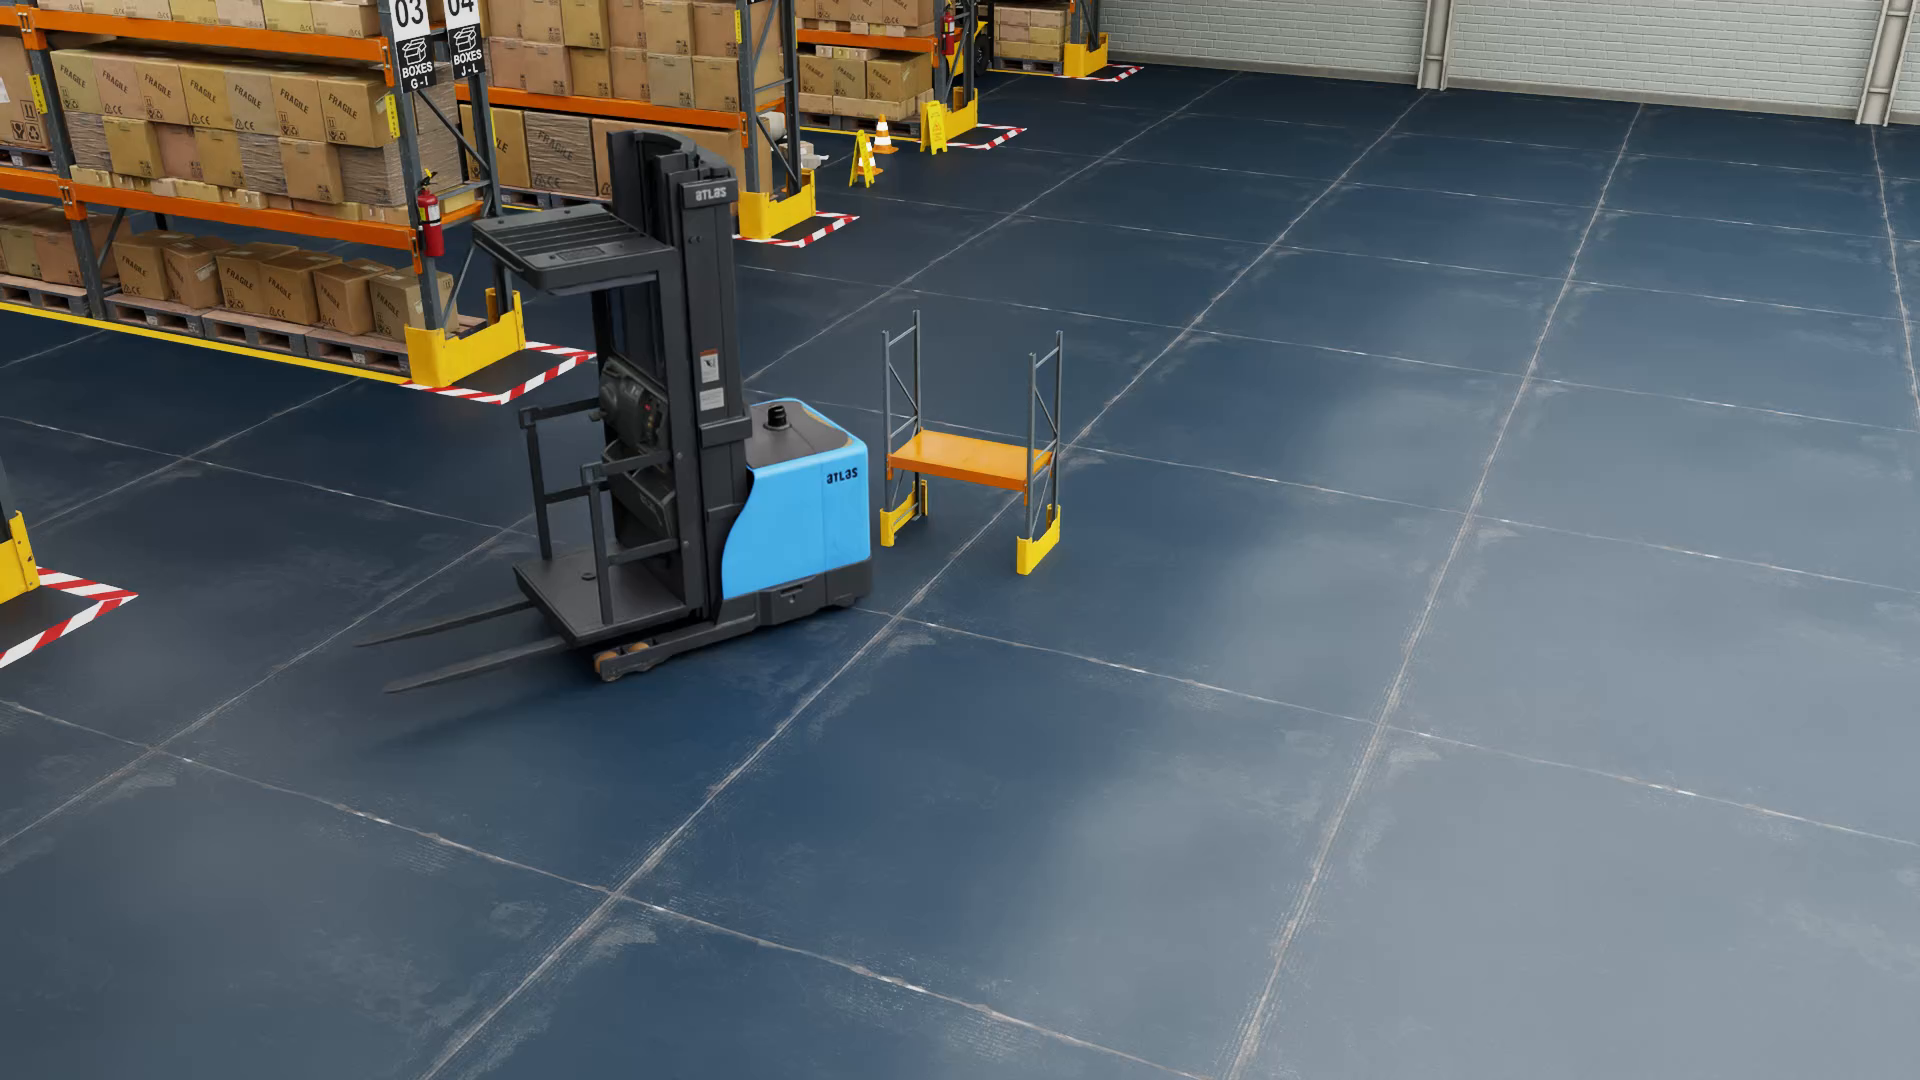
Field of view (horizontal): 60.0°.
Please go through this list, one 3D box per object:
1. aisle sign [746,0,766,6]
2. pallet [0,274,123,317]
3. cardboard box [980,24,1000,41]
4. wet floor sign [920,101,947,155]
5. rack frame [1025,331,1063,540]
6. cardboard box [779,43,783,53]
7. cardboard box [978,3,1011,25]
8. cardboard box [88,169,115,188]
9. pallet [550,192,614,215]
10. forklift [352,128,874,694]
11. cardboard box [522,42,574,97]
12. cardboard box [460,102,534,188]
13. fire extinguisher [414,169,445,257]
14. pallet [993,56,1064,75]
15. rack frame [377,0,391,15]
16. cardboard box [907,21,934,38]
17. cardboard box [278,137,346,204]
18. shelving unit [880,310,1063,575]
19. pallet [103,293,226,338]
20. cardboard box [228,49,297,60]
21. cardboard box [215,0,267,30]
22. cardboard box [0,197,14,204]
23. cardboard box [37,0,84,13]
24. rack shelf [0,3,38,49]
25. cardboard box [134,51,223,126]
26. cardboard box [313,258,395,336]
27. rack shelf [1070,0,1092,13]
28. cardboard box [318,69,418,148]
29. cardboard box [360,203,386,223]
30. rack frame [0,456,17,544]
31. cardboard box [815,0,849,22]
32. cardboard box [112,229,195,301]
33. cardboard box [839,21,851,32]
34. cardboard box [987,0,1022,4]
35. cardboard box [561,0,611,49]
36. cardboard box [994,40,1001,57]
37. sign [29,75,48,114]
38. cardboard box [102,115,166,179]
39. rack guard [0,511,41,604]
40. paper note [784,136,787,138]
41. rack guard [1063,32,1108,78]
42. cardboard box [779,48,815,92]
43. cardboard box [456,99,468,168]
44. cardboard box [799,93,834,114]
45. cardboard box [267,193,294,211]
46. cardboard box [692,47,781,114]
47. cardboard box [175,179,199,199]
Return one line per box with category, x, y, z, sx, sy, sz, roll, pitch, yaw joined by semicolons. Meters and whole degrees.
aisle sign;-2.088;-5.868;16.899;0.004;0.787;0.394;11;28;22
pallet;-8.524;-2.481;16.120;1.213;0.211;1.003;11;28;22
cardboard box;0.476;-8.165;26.579;0.500;0.250;0.500;11;28;21
wet floor sign;-0.342;-5.323;21.400;0.232;0.644;0.267;23;35;39
rack frame;0.540;-0.564;10.768;0.032;1.500;0.500;11;28;22
cardboard box;-2.484;-6.753;22.694;0.250;0.149;0.380;13;29;25
cardboard box;0.501;-8.382;26.454;0.500;0.250;0.500;12;29;22
cardboard box;-7.522;-3.267;14.843;0.250;0.149;0.380;11;28;22
pallet;-3.896;-3.922;19.048;1.213;0.211;1.003;11;28;22
forklift;-2.064;-0.762;9.550;3.031;2.935;1.130;-16;30;-29
cardboard box;-4.376;-5.334;18.587;0.550;0.550;0.875;11;28;22
cardboard box;-5.126;-4.658;19.316;0.875;0.875;0.875;12;29;23
fire extinguisher;-4.260;-2.618;13.329;0.183;0.674;0.296;11;28;22
pallet;1.266;-7.712;26.745;1.213;0.211;1.003;11;28;22
rack frame;-4.174;-5.551;12.406;0.127;3.000;1.000;11;28;22
cardboard box;-0.501;-6.714;21.844;0.250;0.149;0.380;12;29;24
cardboard box;-5.168;-3.192;13.958;0.500;0.500;0.875;11;28;22
shelving unit;0.069;-0.659;10.960;1.083;1.500;0.587;11;28;22
pallet;-7.189;-2.231;15.612;1.213;0.211;1.003;11;28;22
cardboard box;-5.927;-3.970;14.406;0.500;0.500;0.500;11;28;22
cardboard box;-5.637;-4.311;13.454;0.500;0.250;0.500;12;29;23
cardboard box;-9.809;-3.086;16.524;0.500;0.500;0.700;14;29;26
cardboard box;-7.511;-4.684;14.211;0.500;0.250;0.500;10;28;20
rack shelf;-9.636;-4.979;15.456;4.000;0.370;1.077;11;28;22
cardboard box;-6.600;-3.850;14.163;0.500;0.500;0.500;11;28;22
cardboard box;-5.294;-2.143;14.630;0.500;0.500;0.500;20;33;35
rack shelf;0.159;-8.883;26.781;4.000;0.370;1.077;11;28;22
cardboard box;-4.777;-3.487;13.425;0.500;0.500;0.500;11;28;22
cardboard box;-4.746;-2.762;13.817;0.250;0.149;0.380;11;28;22
rack frame;-6.224;-0.868;9.686;0.127;3.000;1.000;11;28;22
cardboard box;-1.588;-7.197;22.092;0.500;0.500;0.500;11;28;22
cardboard box;-7.468;-2.568;15.495;0.500;0.500;0.500;10;28;20
cardboard box;-1.424;-6.909;22.241;0.250;0.149;0.380;12;29;23
cardboard box;0.713;-8.593;26.884;0.500;0.250;0.500;11;28;21
cardboard box;-3.879;-5.735;18.181;0.500;0.550;0.875;11;28;22
cardboard box;0.521;-7.944;26.696;0.500;0.250;0.500;12;29;22
sign;-8.042;-3.886;14.506;0.005;0.325;0.100;11;28;22
cardboard box;-6.991;-3.556;14.697;0.500;0.500;0.875;11;28;22
rack guard;-6.313;0.259;10.228;0.348;0.500;1.175;11;28;22
paper note;-2.281;-5.405;22.263;0.148;0.019;0.142;2;26;4
rack guard;2.001;-7.715;26.423;0.348;0.500;1.175;11;28;22
cardboard box;-2.324;-6.461;22.836;0.500;0.500;0.500;13;29;24
cardboard box;-6.272;-4.823;19.791;0.750;0.750;1.050;11;28;22
cardboard box;-1.866;-6.030;22.808;0.500;0.250;0.500;10;28;20
cardboard box;-5.663;-2.938;14.175;0.250;0.149;0.380;11;28;22
cardboard box;-2.385;-4.952;17.812;0.550;0.550;0.875;11;28;22
cardboard box;-6.596;-3.099;14.502;0.250;0.149;0.380;11;28;22
